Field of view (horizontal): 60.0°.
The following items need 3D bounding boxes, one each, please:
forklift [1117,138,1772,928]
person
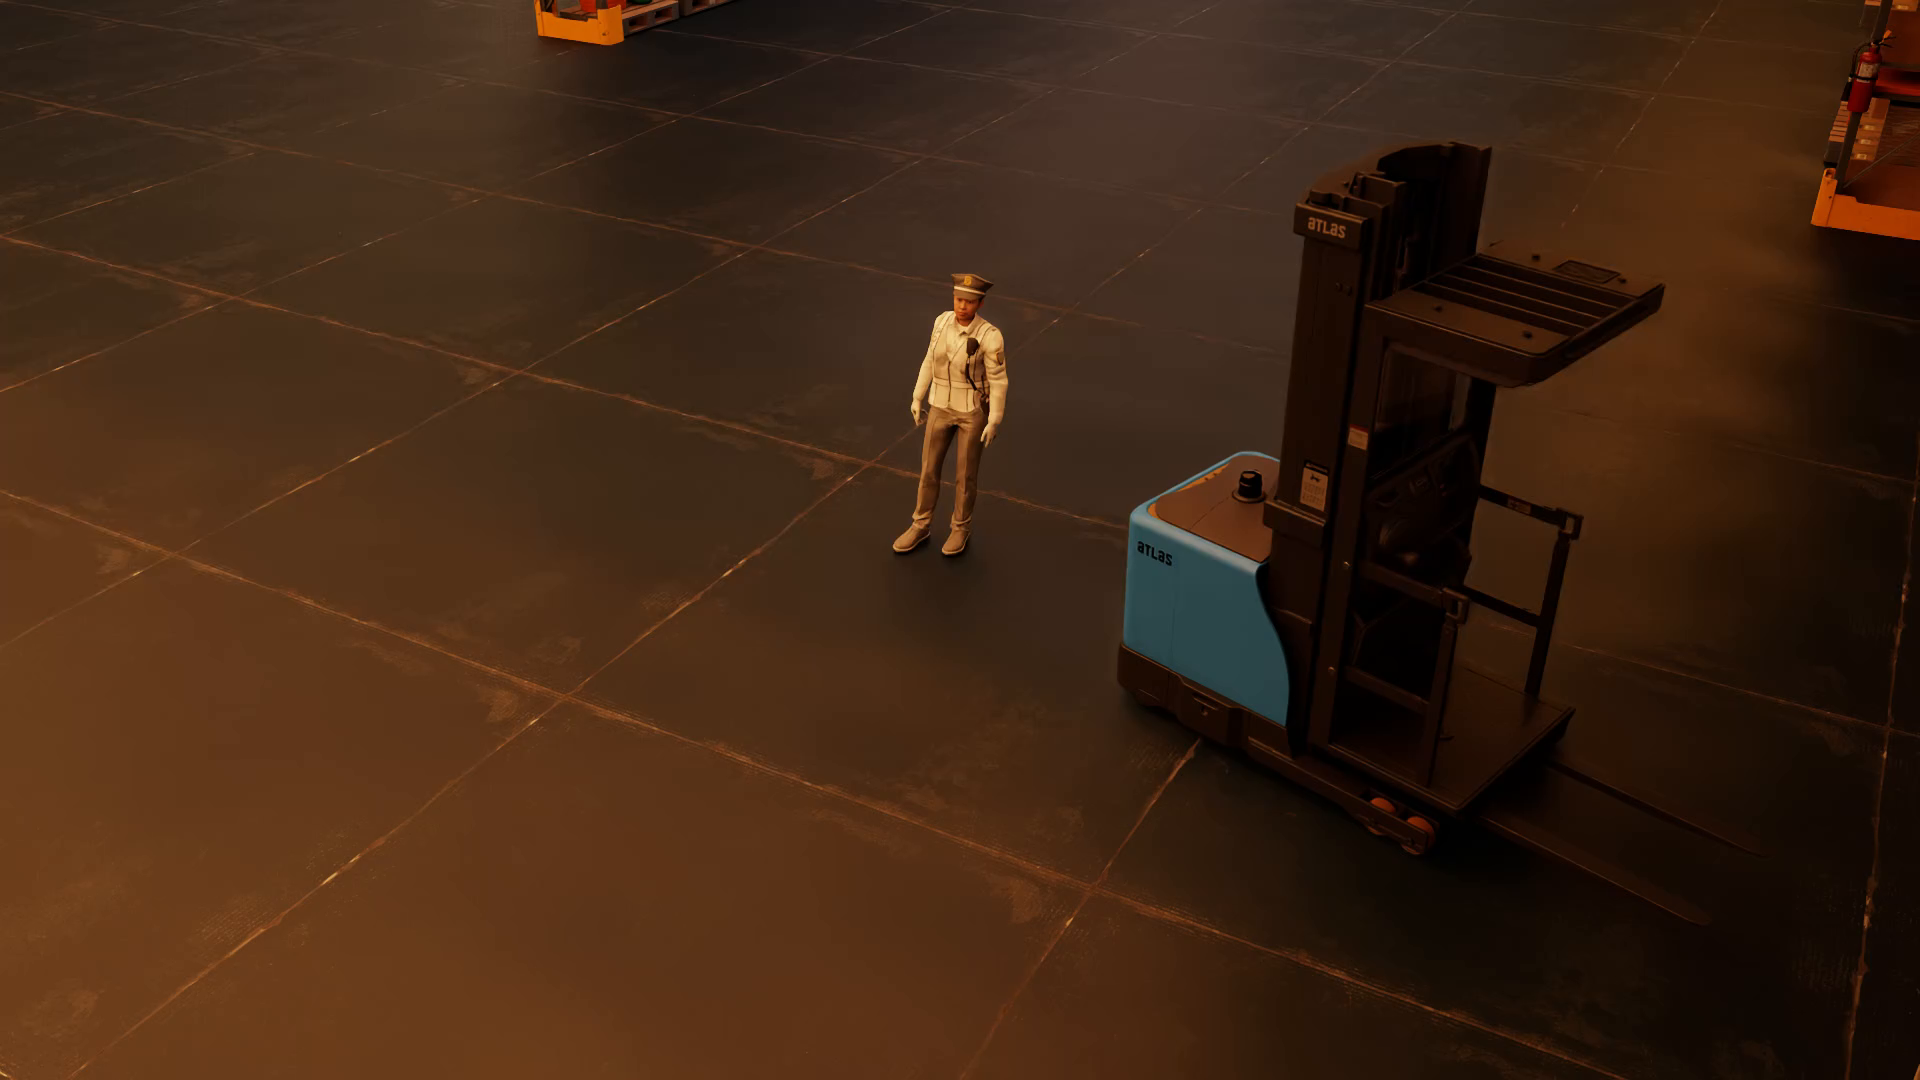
[{"bbox_3d":[2.217,-0.140,7.313,3.031,2.935,1.130,26,39,37],"label":"forklift"},{"bbox_3d":[-0.038,-0.712,9.527,0.587,1.696,0.534,15,33,25],"label":"person"}]
